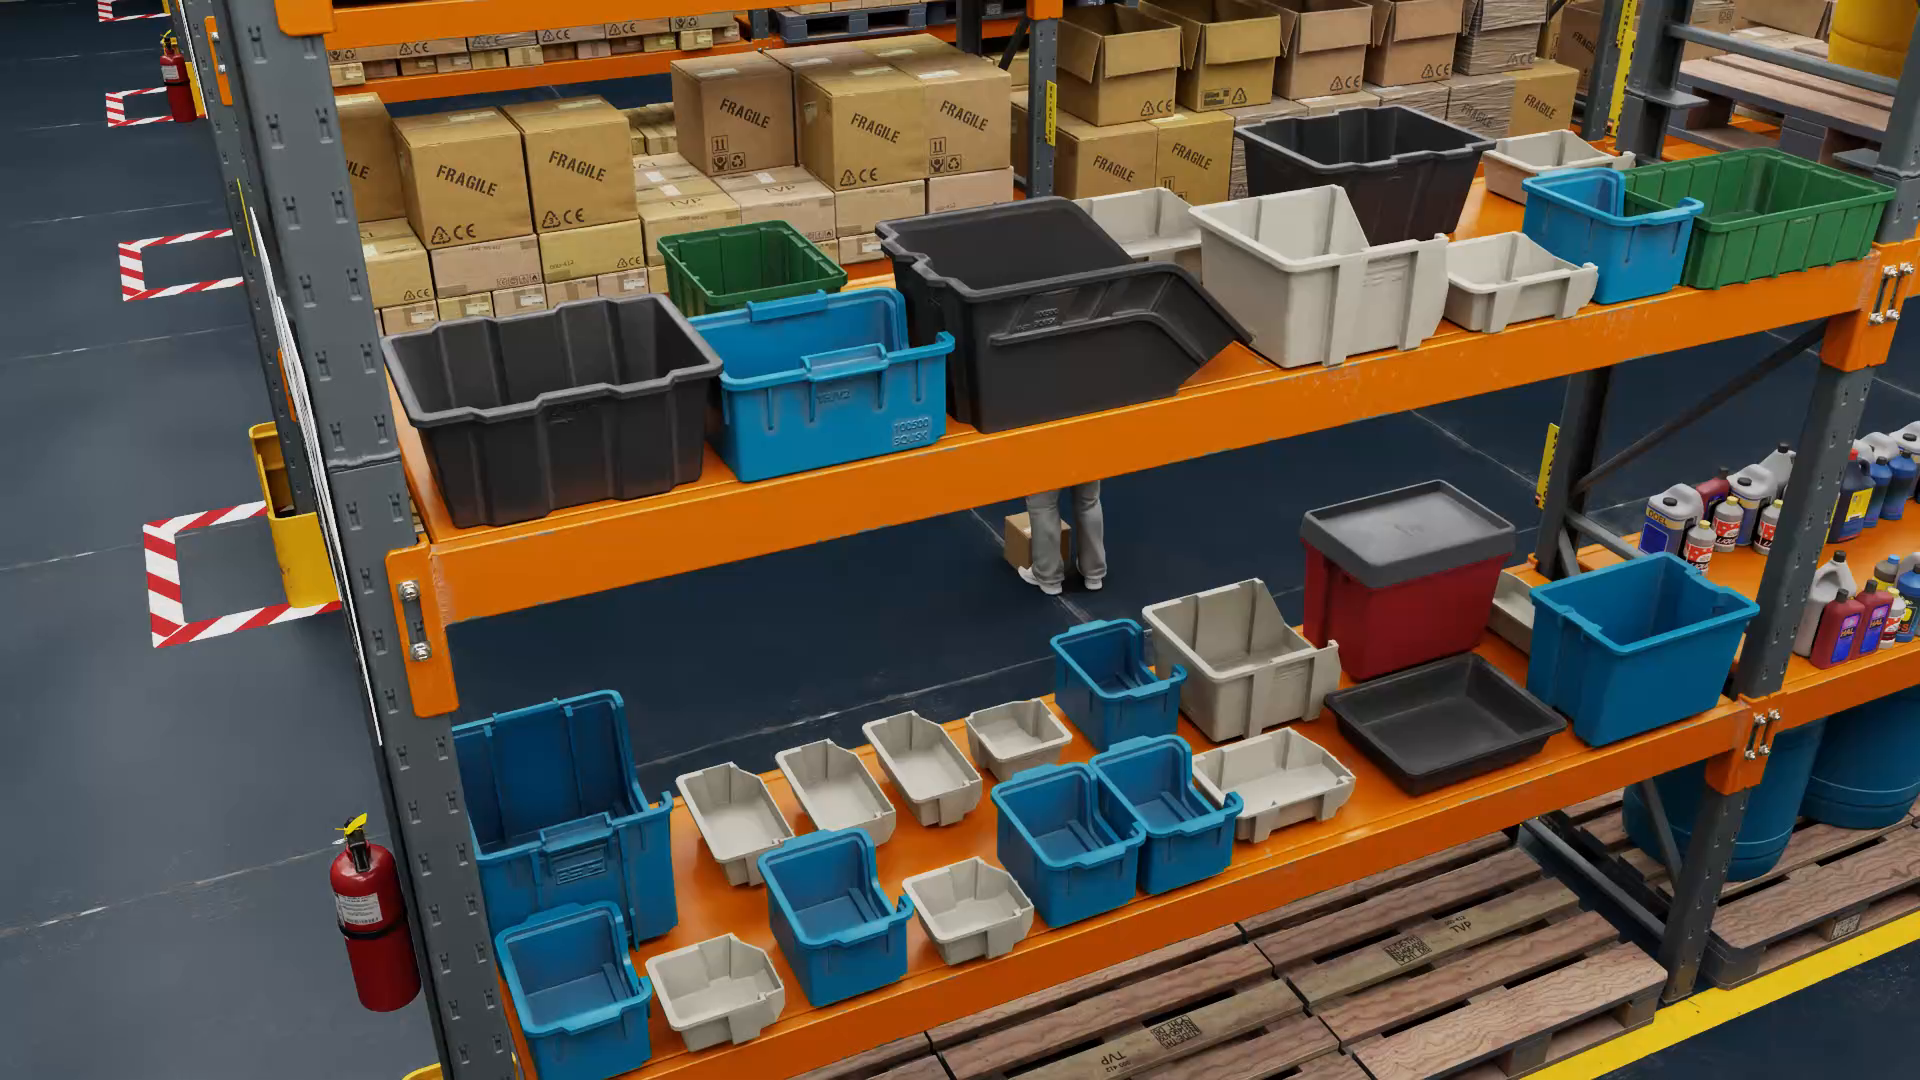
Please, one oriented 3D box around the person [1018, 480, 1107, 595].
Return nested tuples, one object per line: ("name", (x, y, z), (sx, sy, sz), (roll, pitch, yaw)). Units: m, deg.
("person", (0.495, -0.505, 8.021), (0.509, 1.673, 0.405), (-14, 33, -24))
